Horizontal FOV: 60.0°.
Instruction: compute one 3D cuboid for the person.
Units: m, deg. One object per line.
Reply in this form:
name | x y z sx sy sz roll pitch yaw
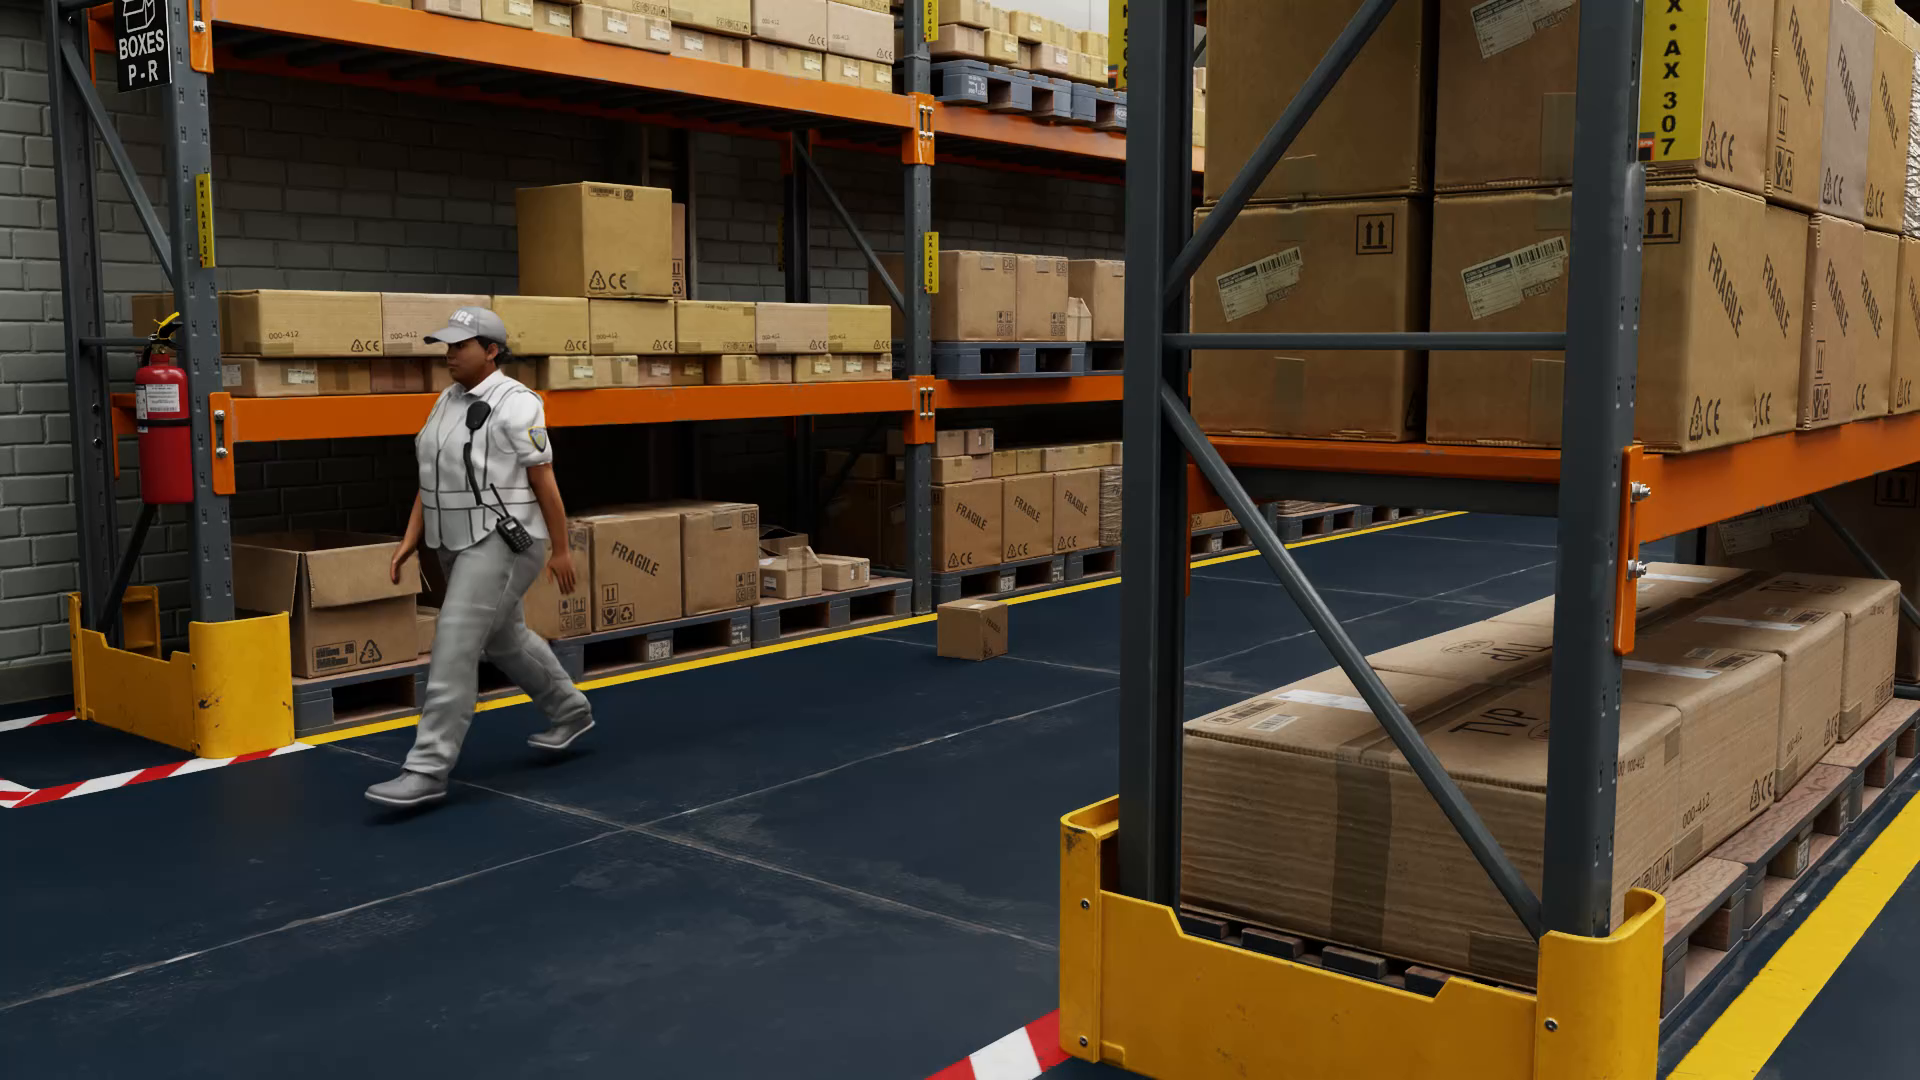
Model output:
person | -1.649 0.015 5.625 0.495 1.599 1.050 6 9 41
